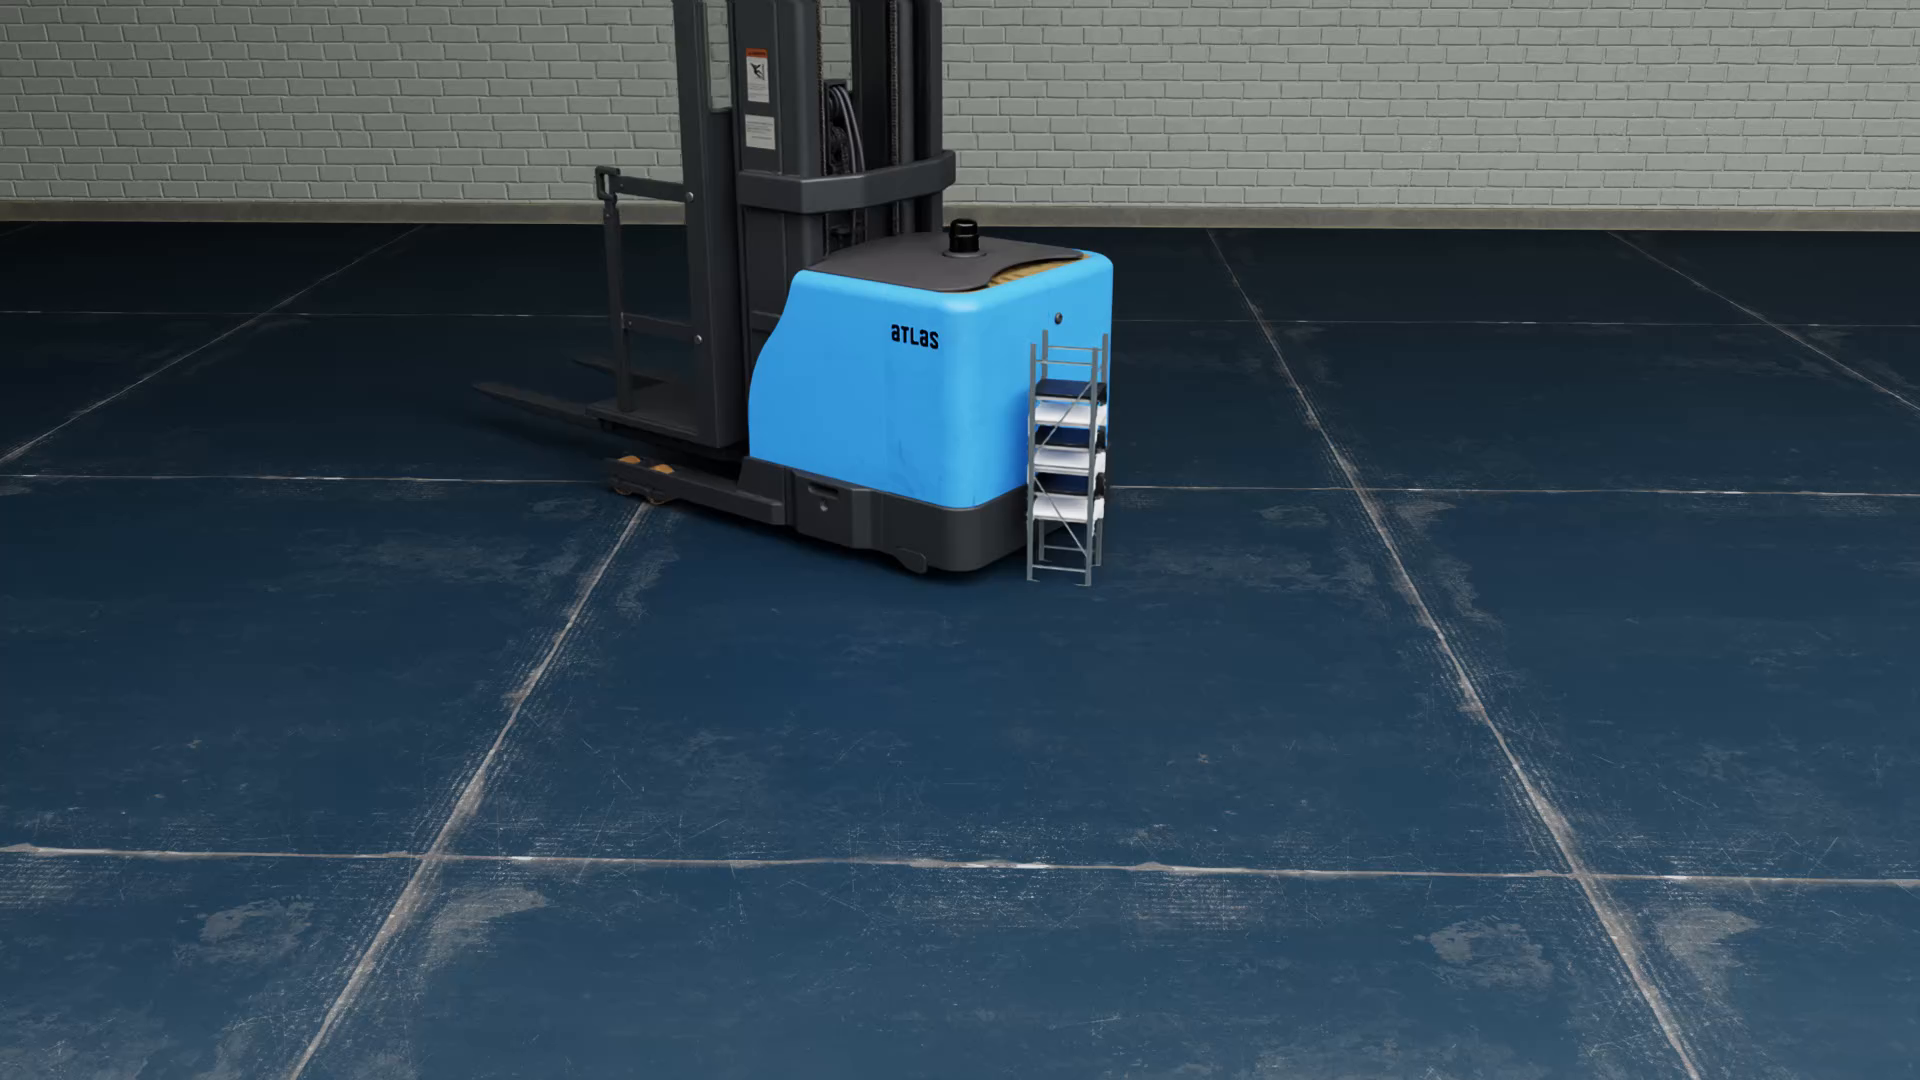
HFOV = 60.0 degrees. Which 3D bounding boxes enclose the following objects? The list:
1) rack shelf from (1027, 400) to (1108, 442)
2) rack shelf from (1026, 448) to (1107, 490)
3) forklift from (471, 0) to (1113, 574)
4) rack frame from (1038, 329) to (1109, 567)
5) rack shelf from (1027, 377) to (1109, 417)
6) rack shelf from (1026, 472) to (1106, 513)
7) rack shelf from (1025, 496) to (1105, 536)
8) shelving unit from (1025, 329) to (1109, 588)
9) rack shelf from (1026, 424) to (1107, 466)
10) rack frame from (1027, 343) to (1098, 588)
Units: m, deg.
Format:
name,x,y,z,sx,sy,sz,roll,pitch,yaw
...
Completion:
name,x,y,z,sx,sy,sz,roll,pitch,yaw
rack shelf,0.388,-0.430,5.988,0.258,0.077,0.200,5,22,14
rack shelf,0.388,-0.262,6.053,0.258,0.077,0.200,5,22,14
forklift,-0.878,-1.649,6.727,3.031,2.935,1.130,15,26,34
rack frame,0.414,-0.329,6.132,0.240,0.900,0.006,5,22,14
rack shelf,0.388,-0.514,5.955,0.258,0.077,0.200,5,22,14
rack shelf,0.388,-0.178,6.085,0.258,0.077,0.200,5,22,14
rack shelf,0.388,-0.094,6.118,0.258,0.077,0.200,5,22,14
shelving unit,0.388,-0.293,6.041,0.258,0.900,0.210,5,22,14
rack shelf,0.388,-0.346,6.020,0.258,0.077,0.200,5,22,14
rack frame,0.363,-0.258,5.949,0.240,0.900,0.006,5,22,14
